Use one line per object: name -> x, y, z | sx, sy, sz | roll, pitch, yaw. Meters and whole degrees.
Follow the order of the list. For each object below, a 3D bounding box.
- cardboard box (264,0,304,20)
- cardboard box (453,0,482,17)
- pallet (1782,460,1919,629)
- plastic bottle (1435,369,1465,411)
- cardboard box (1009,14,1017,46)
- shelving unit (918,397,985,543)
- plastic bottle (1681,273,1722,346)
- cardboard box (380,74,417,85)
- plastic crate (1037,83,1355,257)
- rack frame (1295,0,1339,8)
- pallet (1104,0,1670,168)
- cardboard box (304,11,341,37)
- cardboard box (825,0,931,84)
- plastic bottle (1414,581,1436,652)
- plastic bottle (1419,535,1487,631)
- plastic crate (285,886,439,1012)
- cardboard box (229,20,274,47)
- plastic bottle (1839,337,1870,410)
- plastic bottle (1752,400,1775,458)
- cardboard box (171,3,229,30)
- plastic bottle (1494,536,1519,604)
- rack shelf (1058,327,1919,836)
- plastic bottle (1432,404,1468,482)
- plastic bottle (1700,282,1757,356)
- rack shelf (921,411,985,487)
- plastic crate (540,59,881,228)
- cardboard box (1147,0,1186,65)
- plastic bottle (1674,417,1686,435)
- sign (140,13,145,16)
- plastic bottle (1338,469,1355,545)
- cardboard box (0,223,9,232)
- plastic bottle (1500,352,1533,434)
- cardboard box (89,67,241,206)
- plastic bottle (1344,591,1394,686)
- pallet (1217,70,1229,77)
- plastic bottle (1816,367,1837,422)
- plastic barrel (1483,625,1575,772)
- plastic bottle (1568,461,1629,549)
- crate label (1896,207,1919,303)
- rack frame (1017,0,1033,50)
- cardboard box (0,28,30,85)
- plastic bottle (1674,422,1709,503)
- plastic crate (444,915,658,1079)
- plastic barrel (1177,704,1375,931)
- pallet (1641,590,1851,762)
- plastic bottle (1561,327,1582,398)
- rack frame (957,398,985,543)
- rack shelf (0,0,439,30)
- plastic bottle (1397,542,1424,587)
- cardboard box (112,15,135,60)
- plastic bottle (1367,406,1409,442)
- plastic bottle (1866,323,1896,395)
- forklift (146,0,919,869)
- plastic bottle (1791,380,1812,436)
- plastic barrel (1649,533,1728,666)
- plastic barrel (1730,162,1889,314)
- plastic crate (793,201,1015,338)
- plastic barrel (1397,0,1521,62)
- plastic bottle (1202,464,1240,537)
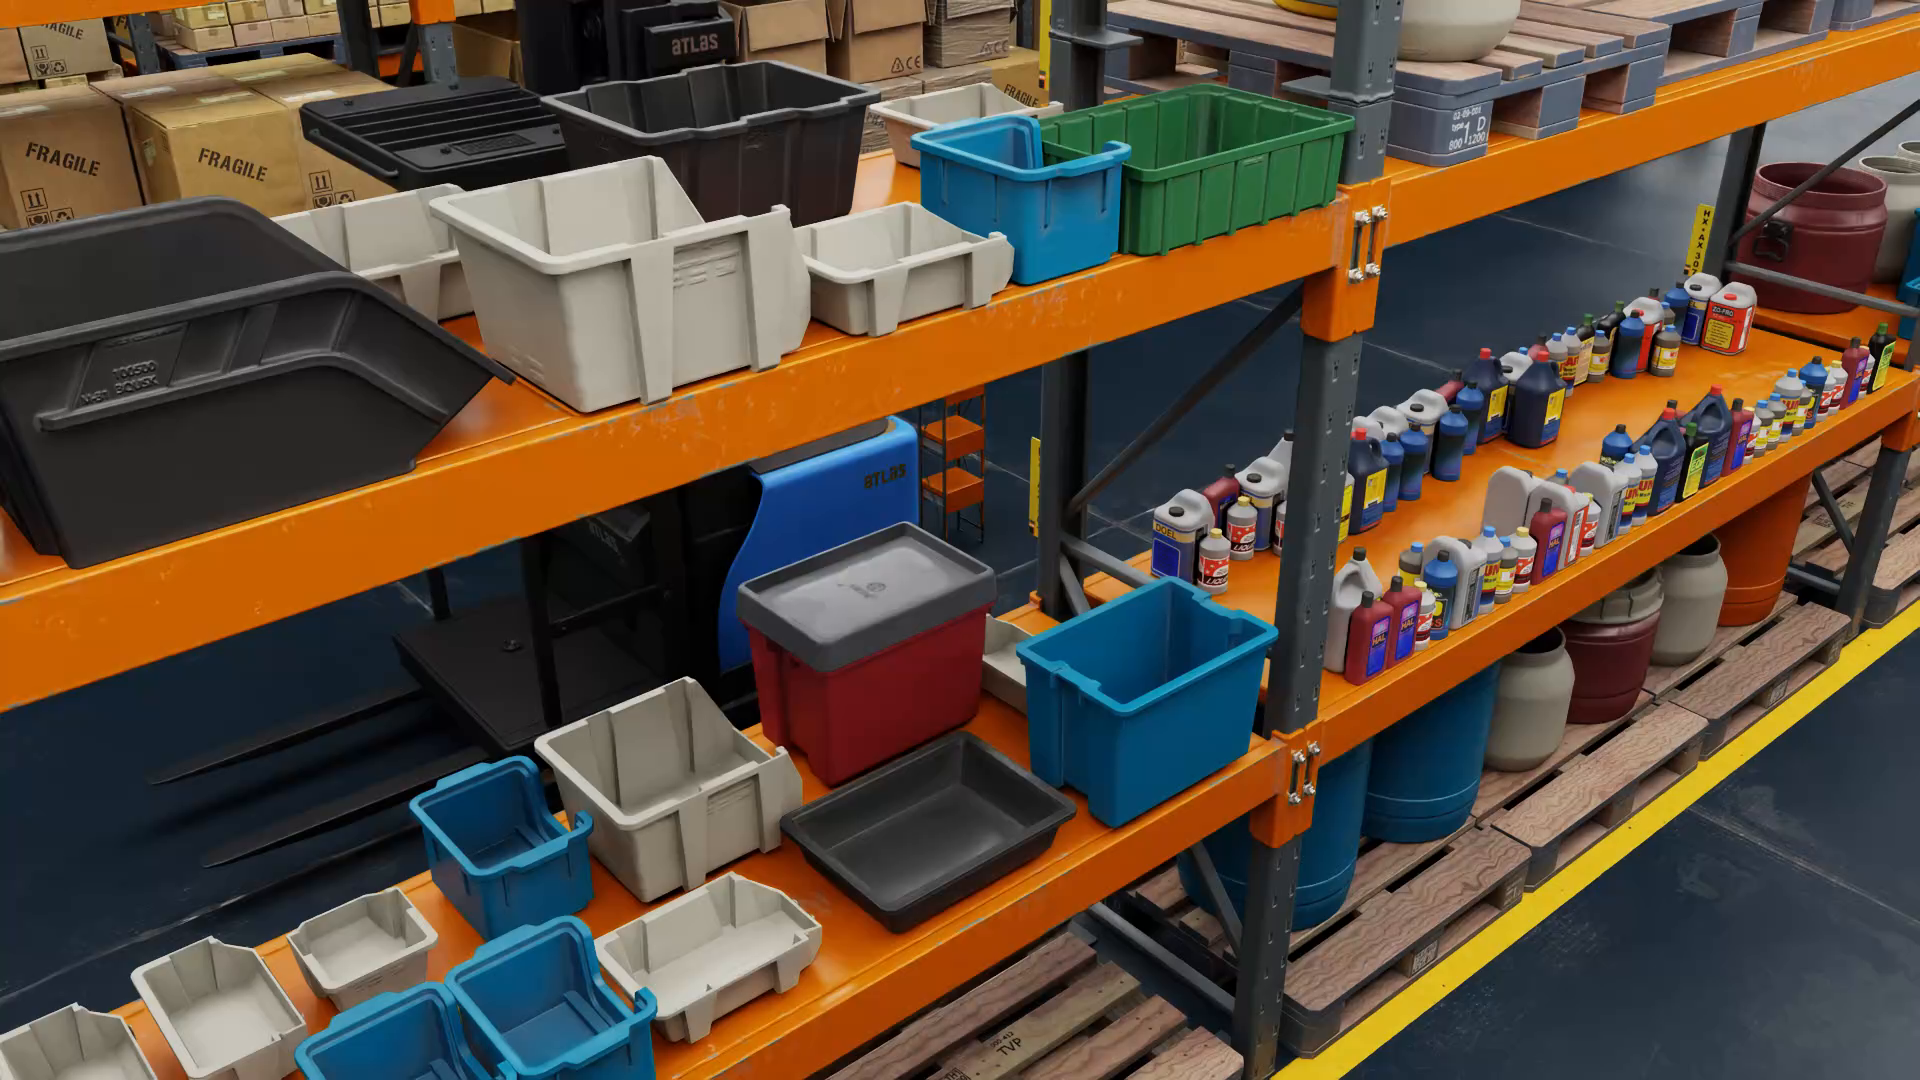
cardboard box -> -4.763, -3.735, 11.562 | 0.250, 0.149, 0.380 | -21, 35, -34
cardboard box -> -3.767, -4.006, 12.385 | 0.250, 0.149, 0.380 | -21, 34, -33
pallet -> 4.261, -0.046, 8.112 | 1.213, 0.211, 1.003 | -22, 35, -35
plastic bottle -> 1.780, -0.480, 6.089 | 0.133, 0.283, 0.061 | -22, 35, -35
cardboard box -> -0.081, -4.833, 16.052 | 0.750, 0.750, 1.050 | -22, 35, -35
shelving unit -> -0.041, -0.447, 7.972 | 0.252, 1.050, 0.215 | -22, 35, -35
plastic bottle -> 3.108, -0.982, 7.036 | 0.135, 0.276, 0.152 | -22, 35, -35
cardboard box -> -4.558, -3.466, 12.964 | 0.500, 0.250, 0.500 | -24, 36, -37
plastic crate -> 0.478, -0.821, 3.646 | 0.662, 0.188, 0.450 | -22, 35, -35
rack frame -> 0.602, -2.476, 3.336 | 0.053, 2.616, 0.949 | -22, 35, -35
pallet -> 1.137, -1.344, 4.600 | 1.003, 0.211, 1.213 | -22, 35, -35
cardboard box -> -4.564, -3.683, 11.780 | 0.250, 0.149, 0.380 | -21, 35, -34
cardboard box -> -0.632, -2.899, 9.322 | 0.637, 0.503, 0.797 | -21, 35, -34
plastic bottle -> 1.337, 0.216, 4.873 | 0.097, 0.201, 0.097 | 0, 28, 0
plastic bottle -> 1.481, 0.109, 4.996 | 0.135, 0.276, 0.152 | -22, 35, -35
plastic crate -> -1.297, 0.895, 3.609 | 0.250, 0.136, 0.298 | -22, 35, -35
cardboard box -> -4.948, -3.531, 11.497 | 0.250, 0.149, 0.380 | -21, 35, -34
plastic bottle -> 3.440, -0.654, 6.415 | 0.133, 0.283, 0.061 | -22, 35, -35
plastic bottle -> 2.896, -0.411, 6.047 | 0.097, 0.201, 0.097 | 0, 28, 0
cardboard box -> -5.155, -3.576, 11.264 | 0.250, 0.149, 0.380 | -21, 35, -34
plastic bottle -> 1.662, 0.086, 5.117 | 0.097, 0.201, 0.097 | 0, 28, 0
rack shelf -> 2.125, -0.124, 6.062 | 4.000, 0.370, 1.077 | -22, 35, -35
plastic bottle -> 1.729, -0.348, 5.855 | 0.097, 0.271, 0.097 | 0, 28, 0
plastic bottle -> 3.206, -0.927, 6.934 | 0.135, 0.276, 0.152 | -22, 35, -35
rack shelf -> -0.041, -0.437, 7.977 | 0.240, 0.259, 0.215 | -22, 35, -35
plastic crate -> -0.519, -0.813, 3.545 | 0.590, 0.269, 0.497 | -22, 35, -35
cardboard box -> 1.177, -3.444, 10.961 | 0.500, 0.500, 0.700 | -16, 32, -28
plastic bottle -> 2.465, -0.300, 5.752 | 0.133, 0.283, 0.061 | -22, 35, -35
sign -> -5.395, -3.604, 10.893 | 0.005, 0.325, 0.100 | -22, 35, -35
plastic bottle -> 1.184, -0.154, 5.409 | 0.185, 0.351, 0.144 | -22, 35, -35
cardboard box -> -4.291, -1.162, 7.085 | 0.500, 0.250, 0.500 | -22, 35, -35
plastic bottle -> 2.053, -0.557, 6.242 | 0.135, 0.276, 0.152 | -22, 35, -35
cardboard box -> -3.521, -1.798, 7.480 | 0.500, 0.500, 0.500 | -22, 35, -35
plastic bottle -> 1.160, 0.263, 4.699 | 0.133, 0.283, 0.061 | -22, 35, -35
pallet -> 1.911, -3.365, 11.567 | 1.213, 0.211, 1.003 | -22, 35, -35
plastic bottle -> 3.267, -0.559, 6.325 | 0.097, 0.201, 0.097 | 0, 28, 0
plastic barrel -> 2.055, 0.565, 6.204 | 0.421, 0.512, 0.421 | 0, 28, 0
plastic bottle -> 2.084, -0.134, 5.449 | 0.135, 0.276, 0.152 | -22, 35, -35
crate label -> 4.578, -1.275, 7.417 | 0.616, 0.435, 0.502 | -22, 35, -35
rack frame -> 0.333, -5.862, 16.036 | 0.127, 3.000, 1.000 | -22, 35, -35
cardboard box -> -6.334, -3.182, 10.600 | 0.500, 0.500, 0.500 | -23, 36, -36
plastic bottle -> 2.504, -0.278, 5.711 | 0.133, 0.283, 0.061 | -22, 35, -35
plastic crate -> -0.808, 0.990, 3.330 | 0.300, 0.233, 0.416 | -22, 35, -35
plastic barrel -> 1.029, 0.751, 5.444 | 0.708, 0.901, 0.600 | -22, 35, -35
pallet -> 3.074, 0.433, 7.216 | 1.213, 0.211, 1.003 | -22, 35, -35
plastic bottle -> 2.373, -0.701, 6.516 | 0.097, 0.271, 0.097 | 0, 28, 0
rack frame -> 0.052, -0.484, 8.042 | 0.008, 1.050, 0.200 | -22, 35, -35
rack shelf -> -4.133, -1.999, 6.389 | 4.000, 0.370, 1.077 | -22, 35, -35
plastic bottle -> 1.386, 0.102, 5.087 | 0.097, 0.201, 0.097 | 0, 28, 0
cardboard box -> -7.941, -4.904, 16.053 | 0.875, 0.875, 0.875 | -21, 34, -34
plastic bottle -> 1.458, -0.318, 5.795 | 0.135, 0.276, 0.152 | -22, 35, -35
plastic bottle -> 3.616, -0.725, 6.547 | 0.133, 0.283, 0.061 | -22, 35, -35
forklift -> -1.622, -0.548, 6.166 | 3.031, 2.935, 1.130 | -21, 35, -34
plastic bottle -> 3.119, -0.500, 6.214 | 0.097, 0.201, 0.097 | 0, 28, 0
plastic barrel -> 2.914, 0.220, 6.850 | 0.421, 0.512, 0.421 | 0, 28, 0
plastic barrel -> 3.803, -1.364, 7.475 | 0.708, 0.536, 0.600 | -22, 35, -35
plastic crate -> -0.117, -0.510, 3.120 | 0.466, 0.136, 0.293 | -22, 35, -35
plastic barrel -> 1.167, -1.468, 4.043 | 0.433, 0.535, 0.433 | 0, 28, 0
plastic bottle -> 0.840, -0.101, 5.381 | 0.133, 0.283, 0.061 | -22, 35, -35
